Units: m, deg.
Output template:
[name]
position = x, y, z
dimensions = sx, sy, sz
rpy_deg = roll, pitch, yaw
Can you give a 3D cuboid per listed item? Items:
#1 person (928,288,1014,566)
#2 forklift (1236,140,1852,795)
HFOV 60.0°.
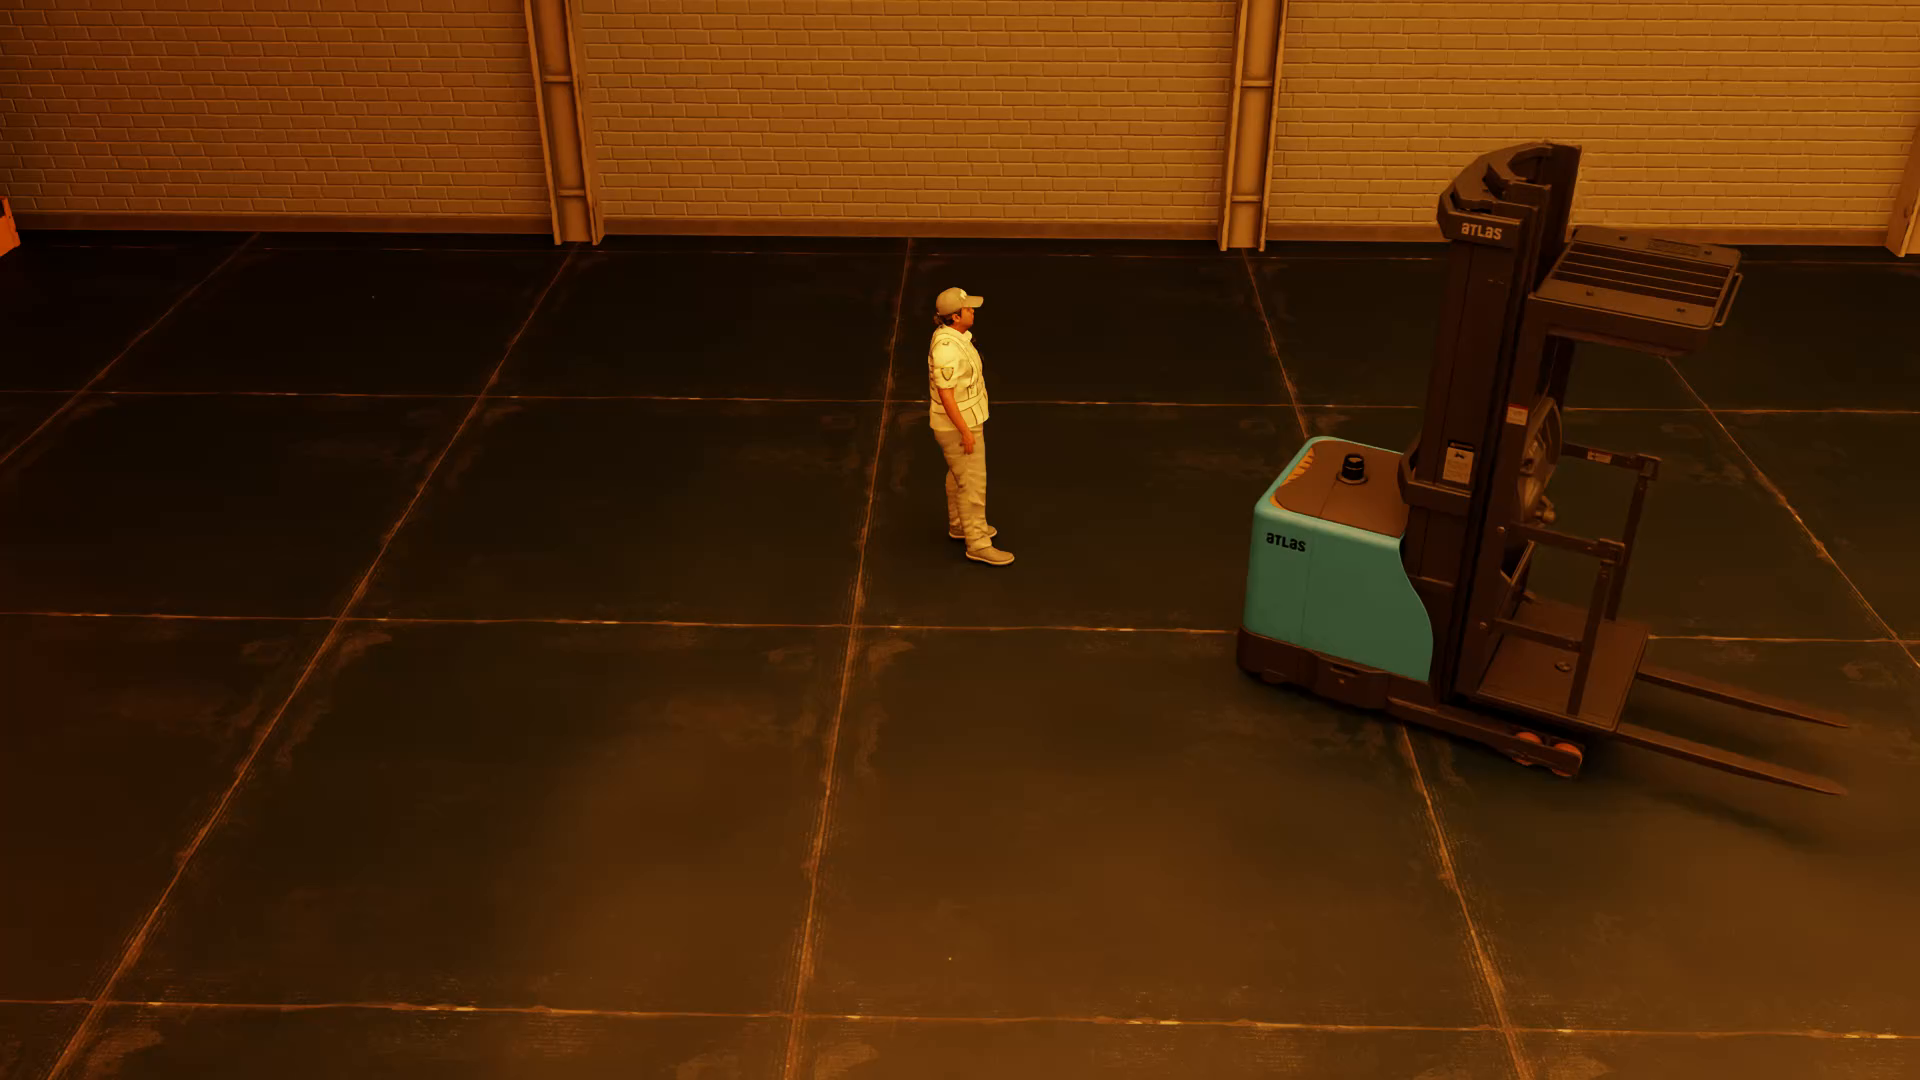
[person]
position = 0.076, -0.711, 10.052
dimensions = 0.529, 1.670, 0.598
rpy_deg = 1, 31, 1
[forklift]
position = 3.072, -0.370, 8.241
dimensions = 3.031, 2.935, 1.130
rpy_deg = 16, 34, 25
